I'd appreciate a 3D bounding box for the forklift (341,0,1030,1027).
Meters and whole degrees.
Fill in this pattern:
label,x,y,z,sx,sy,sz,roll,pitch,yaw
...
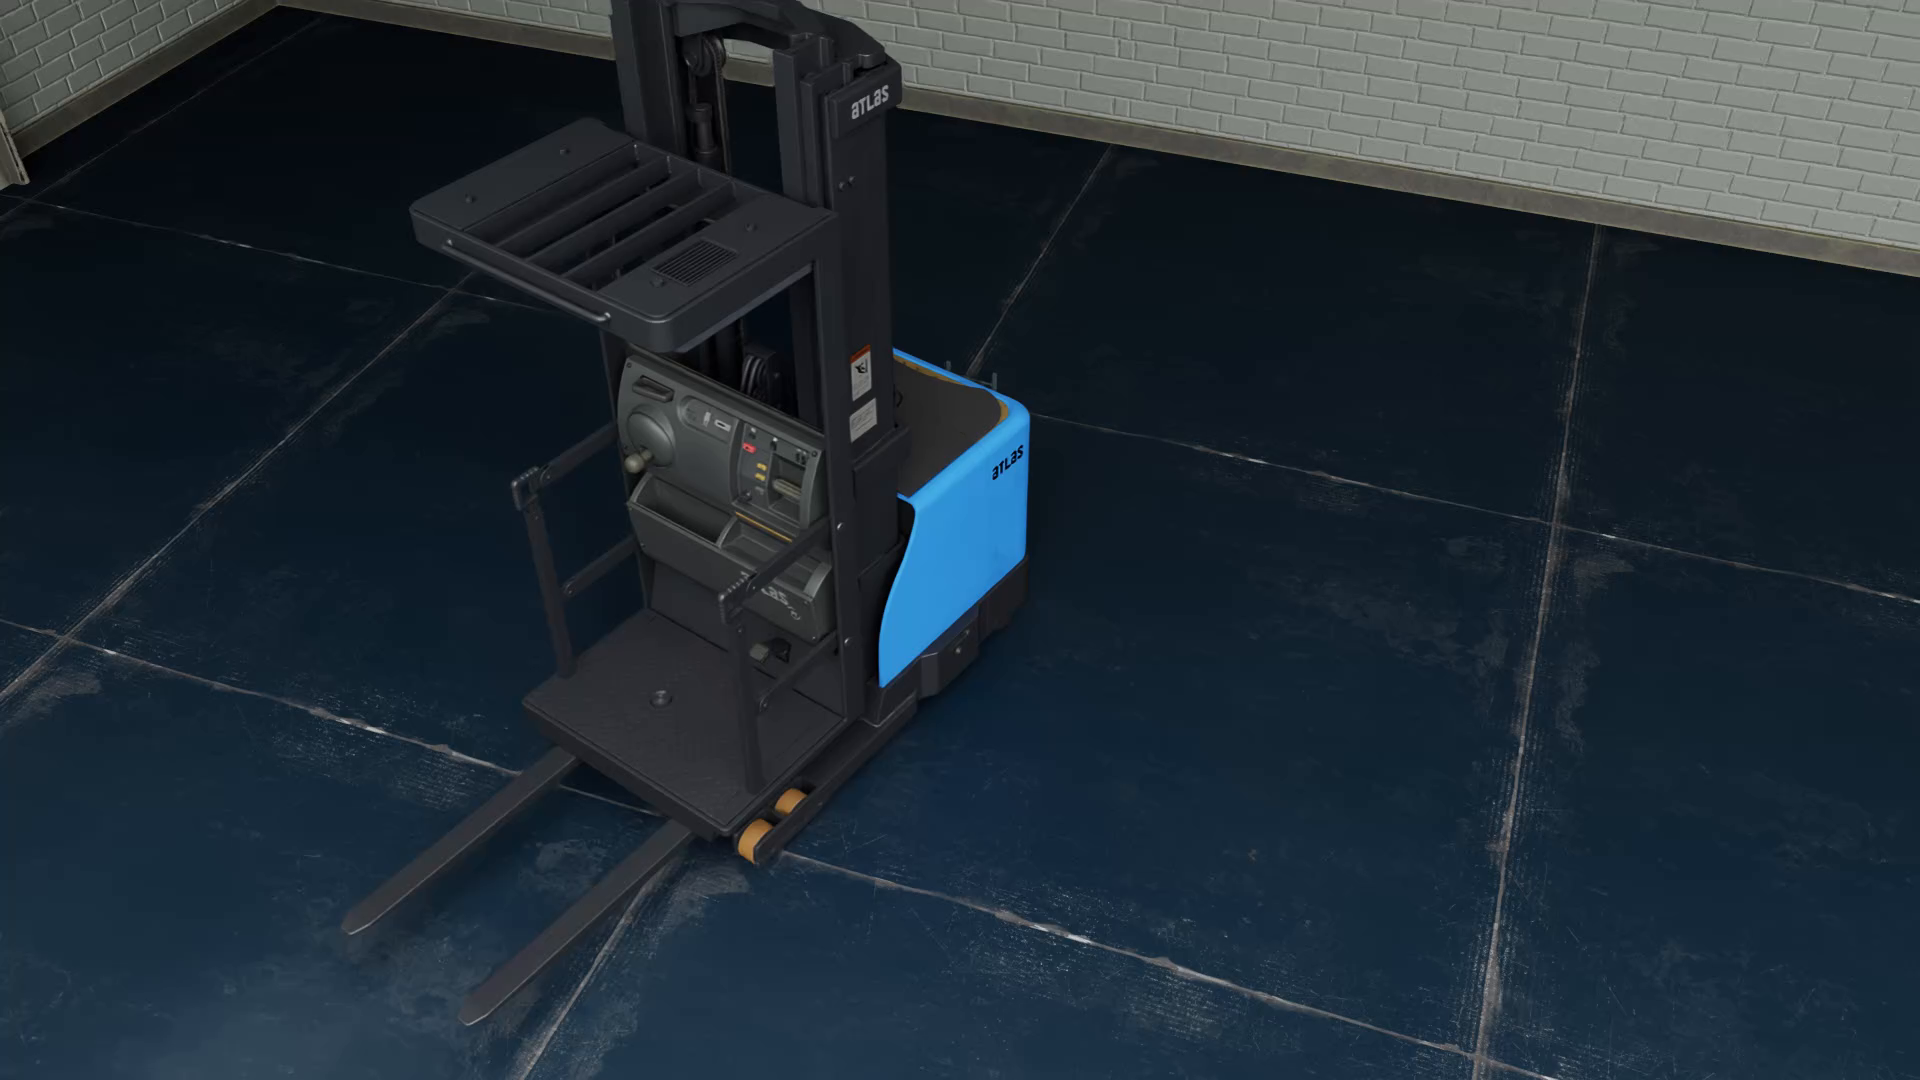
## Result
label,x,y,z,sx,sy,sz,roll,pitch,yaw
forklift,-0.985,-0.258,5.748,1.130,2.935,3.031,26,47,27

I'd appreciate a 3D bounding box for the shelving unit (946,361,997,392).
label,x,y,z,sx,sy,sz,roll,pitch,yaw
shelving unit,0.007,-0.344,7.413,0.258,0.900,0.210,16,43,18

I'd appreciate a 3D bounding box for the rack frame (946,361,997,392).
label,x,y,z,sx,sy,sz,roll,pitch,yaw
rack frame,0.049,-0.404,7.483,0.240,0.900,0.006,16,43,18

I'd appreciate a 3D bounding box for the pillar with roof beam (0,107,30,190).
label,x,y,z,sx,sy,sz,roll,pitch,yaw
pillar with roof beam,-1.928,-4.608,6.171,9.100,9.000,0.400,13,42,15
